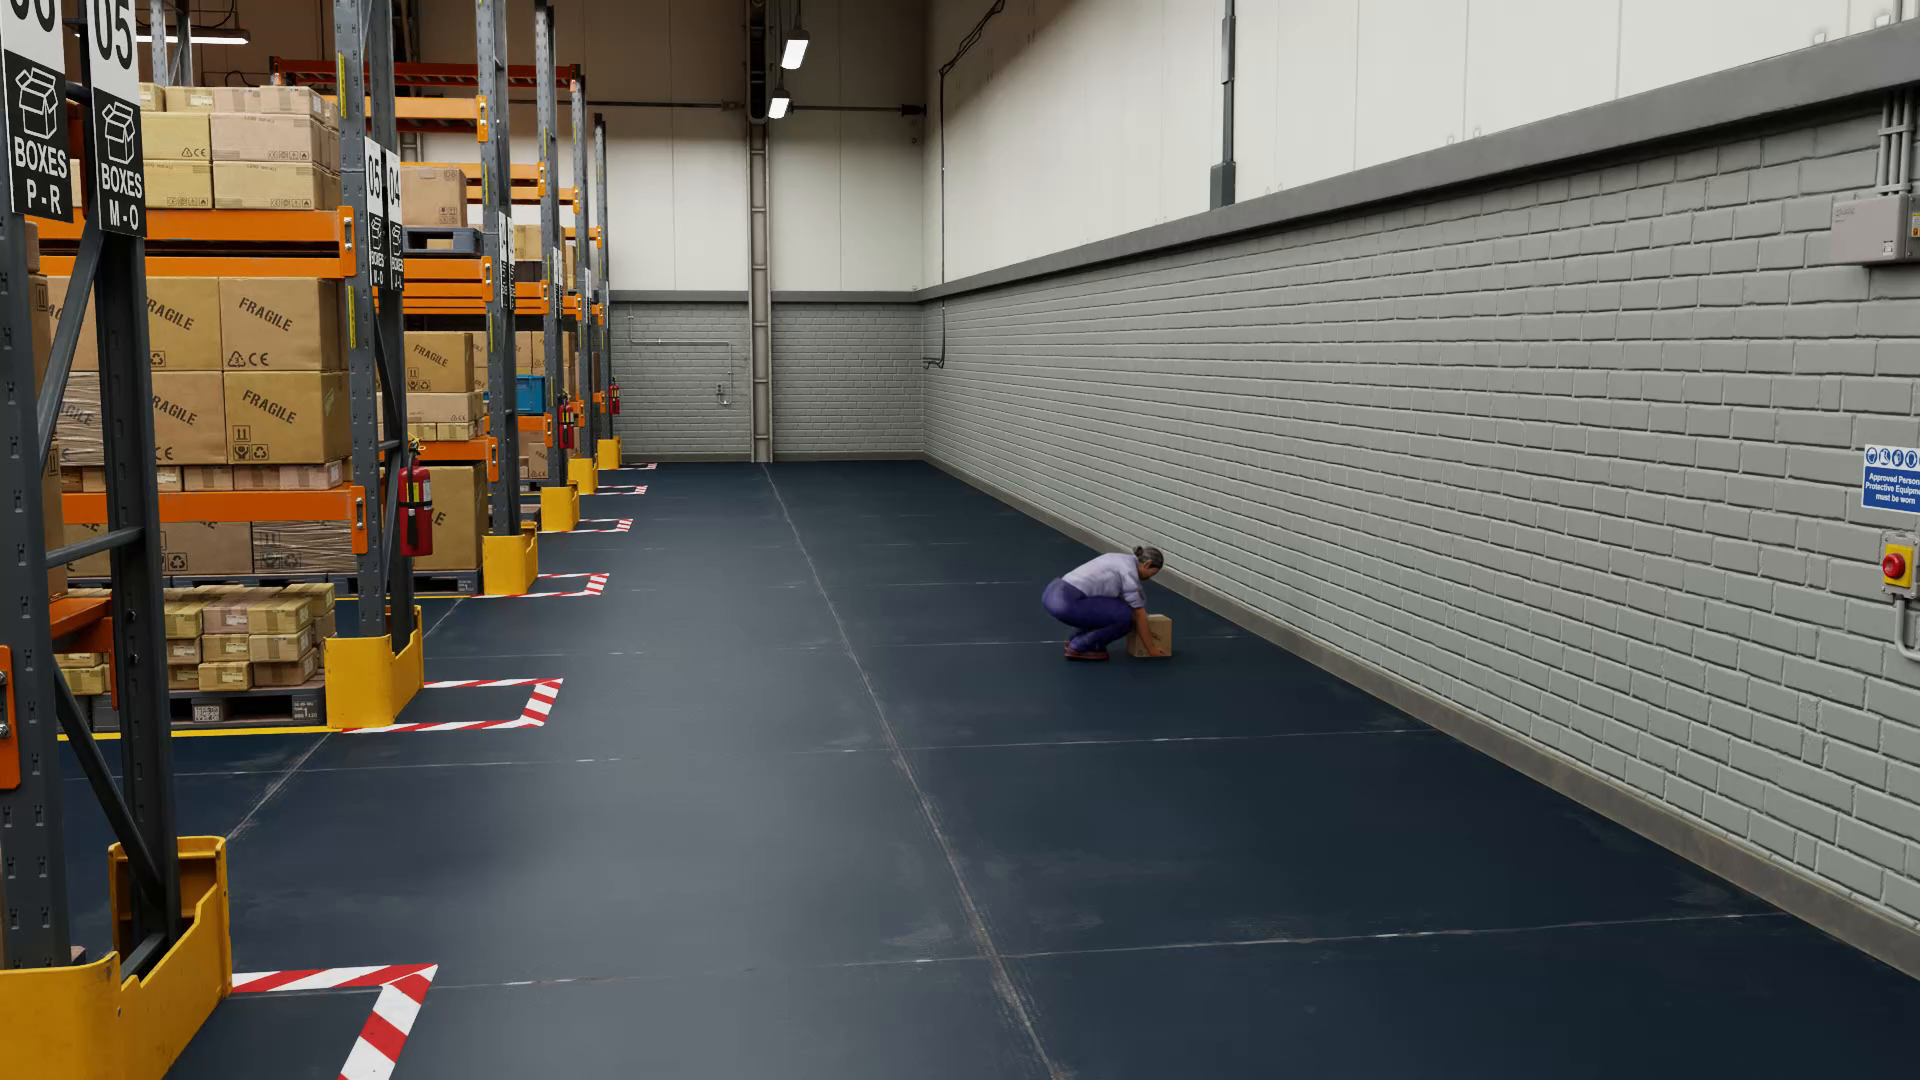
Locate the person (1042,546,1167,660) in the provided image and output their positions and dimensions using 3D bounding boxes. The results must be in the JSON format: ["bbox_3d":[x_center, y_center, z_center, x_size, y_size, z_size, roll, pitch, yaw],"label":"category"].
[{"bbox_3d":[0.977,0.454,11.255,0.848,0.816,0.513,-1,7,-9],"label":"person"}]
